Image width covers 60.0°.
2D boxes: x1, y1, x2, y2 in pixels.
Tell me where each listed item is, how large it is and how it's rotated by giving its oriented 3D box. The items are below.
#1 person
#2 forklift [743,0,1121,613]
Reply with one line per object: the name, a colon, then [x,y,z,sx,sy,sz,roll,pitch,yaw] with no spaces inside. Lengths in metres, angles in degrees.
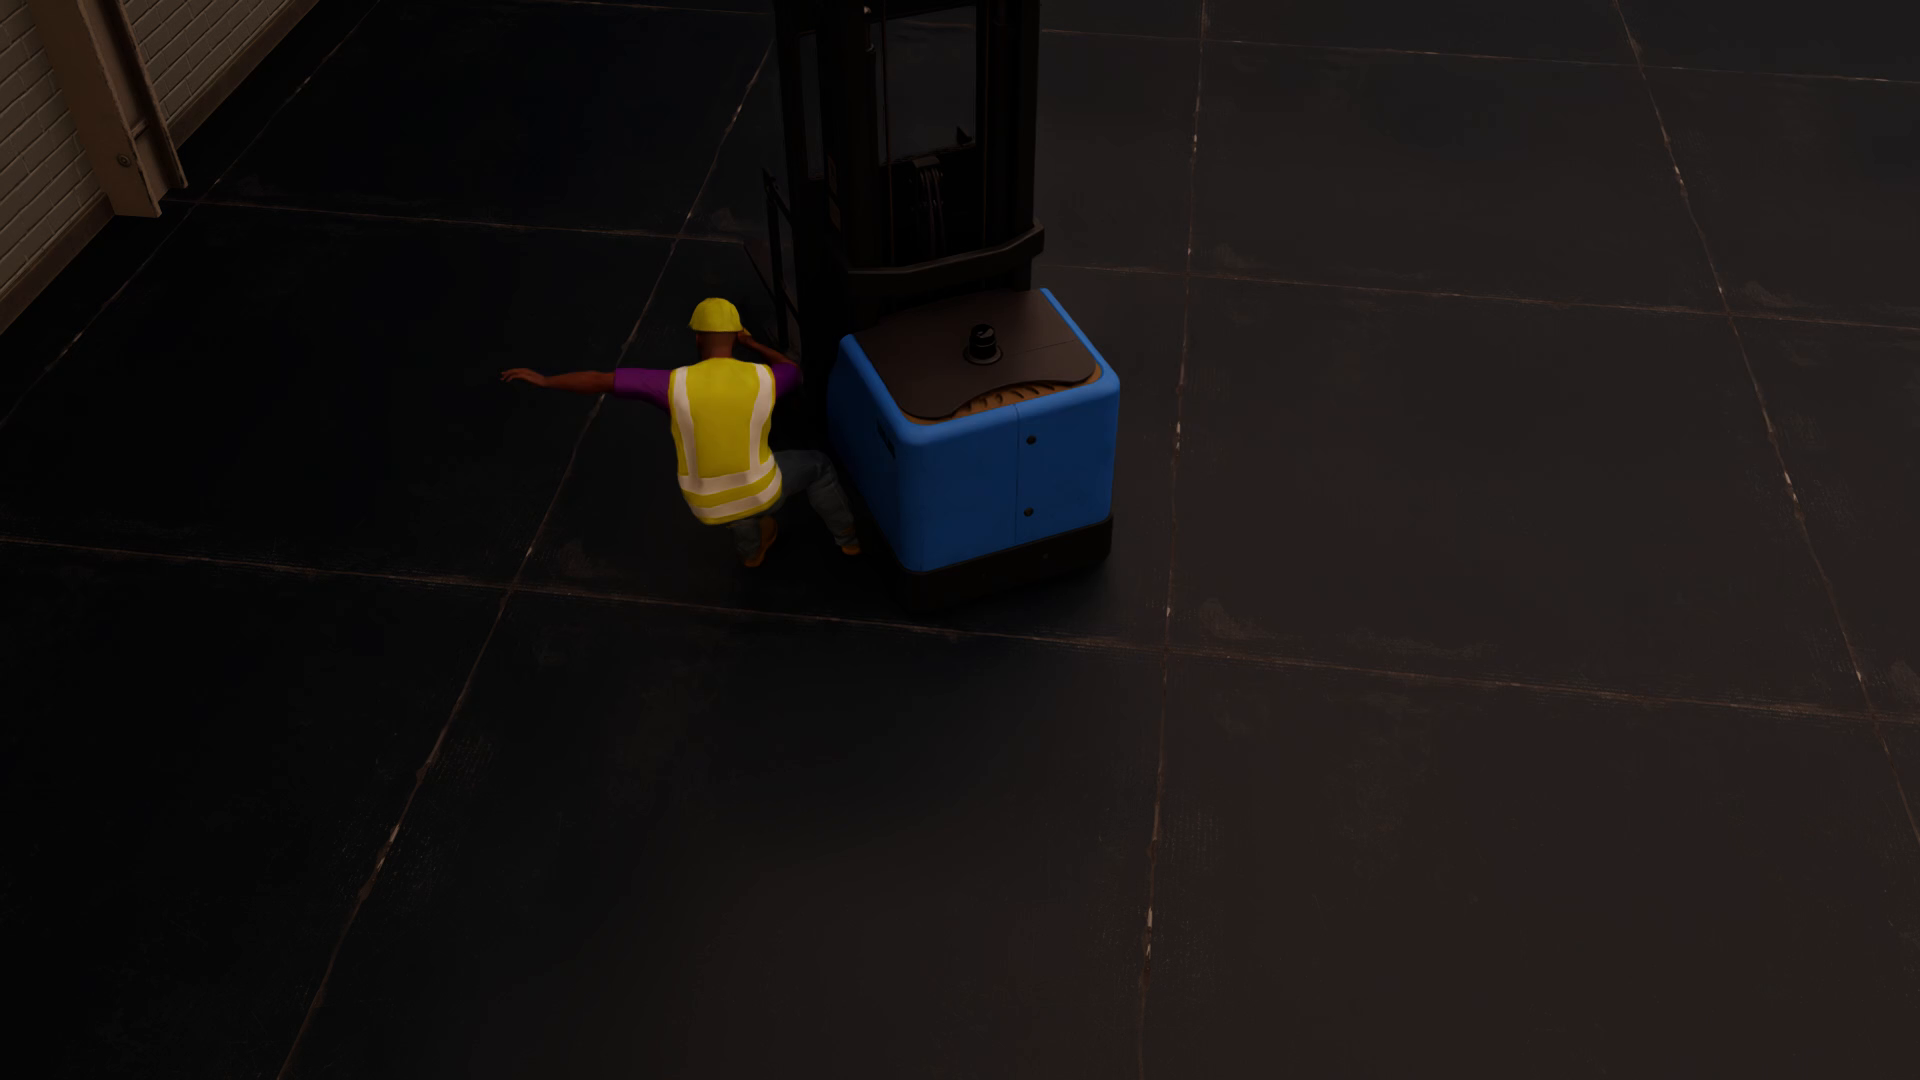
person: [-1.110,-0.411,7.280,1.595,1.446,0.793,-6,43,-6]
forklift: [-0.332,-1.759,7.640,1.130,2.935,3.031,-16,45,-16]
